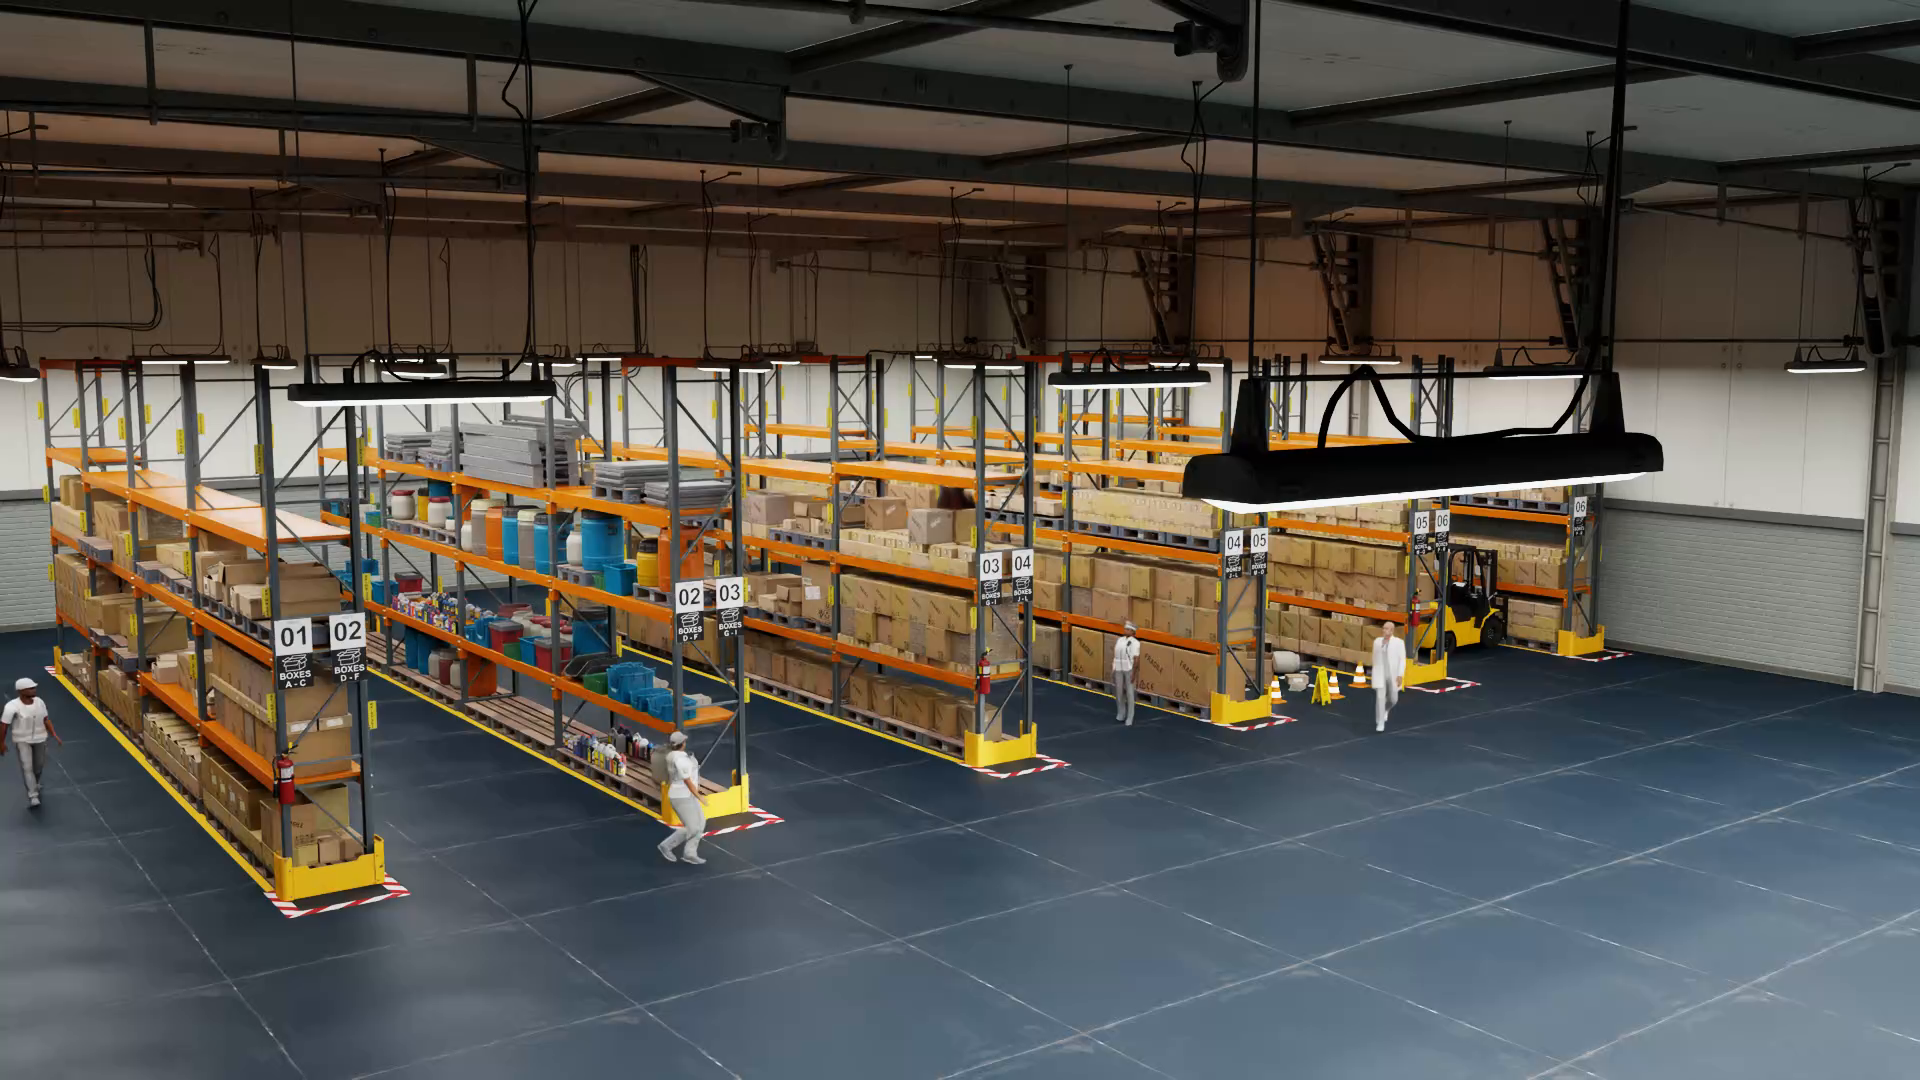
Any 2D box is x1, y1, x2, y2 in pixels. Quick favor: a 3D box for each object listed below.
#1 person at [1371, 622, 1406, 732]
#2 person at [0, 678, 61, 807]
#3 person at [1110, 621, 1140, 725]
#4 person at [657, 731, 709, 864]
[{"bbox_3d":[6.964,2.238,27.167,0.539,1.662,0.885,0,7,3],"label":"person"},{"bbox_3d":[-12.792,2.747,22.850,0.755,1.725,1.080,-6,9,-40],"label":"person"},{"bbox_3d":[2.740,2.194,27.650,0.477,1.703,0.520,2,7,19],"label":"person"},{"bbox_3d":[-3.361,3.131,20.170,0.629,1.637,0.568,-1,7,-8],"label":"person"}]
